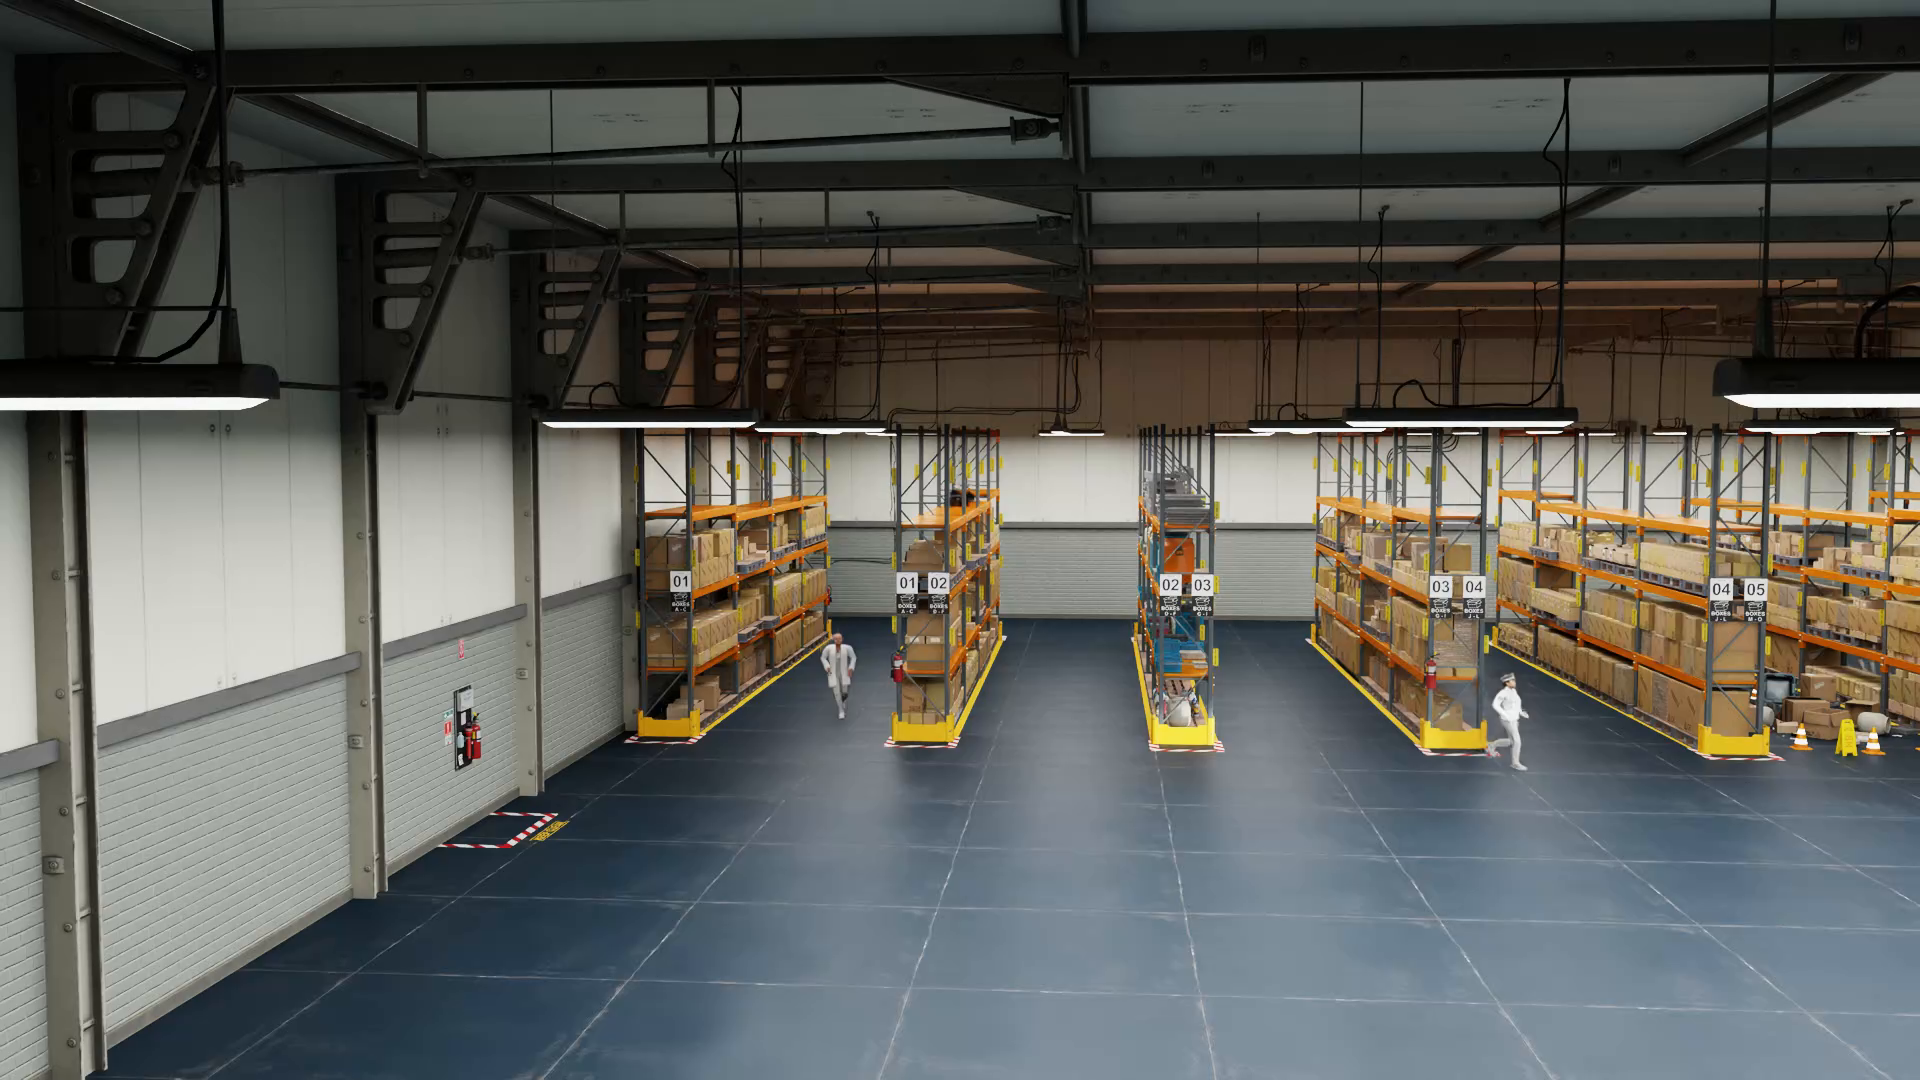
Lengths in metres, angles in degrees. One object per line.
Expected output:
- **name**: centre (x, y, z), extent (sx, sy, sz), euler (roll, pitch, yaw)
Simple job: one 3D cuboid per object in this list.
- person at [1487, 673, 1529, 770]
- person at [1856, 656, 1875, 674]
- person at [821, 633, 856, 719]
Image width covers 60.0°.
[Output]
- **person**: centre (9.513, 3.140, 28.946), extent (0.762, 1.684, 0.618), euler (3, 5, 41)
- **person**: centre (21.349, 2.500, 39.154), extent (0.592, 1.714, 0.654), euler (0, 3, 2)
- **person**: centre (-2.505, 2.785, 34.243), extent (0.729, 1.726, 0.627), euler (0, 3, -4)
